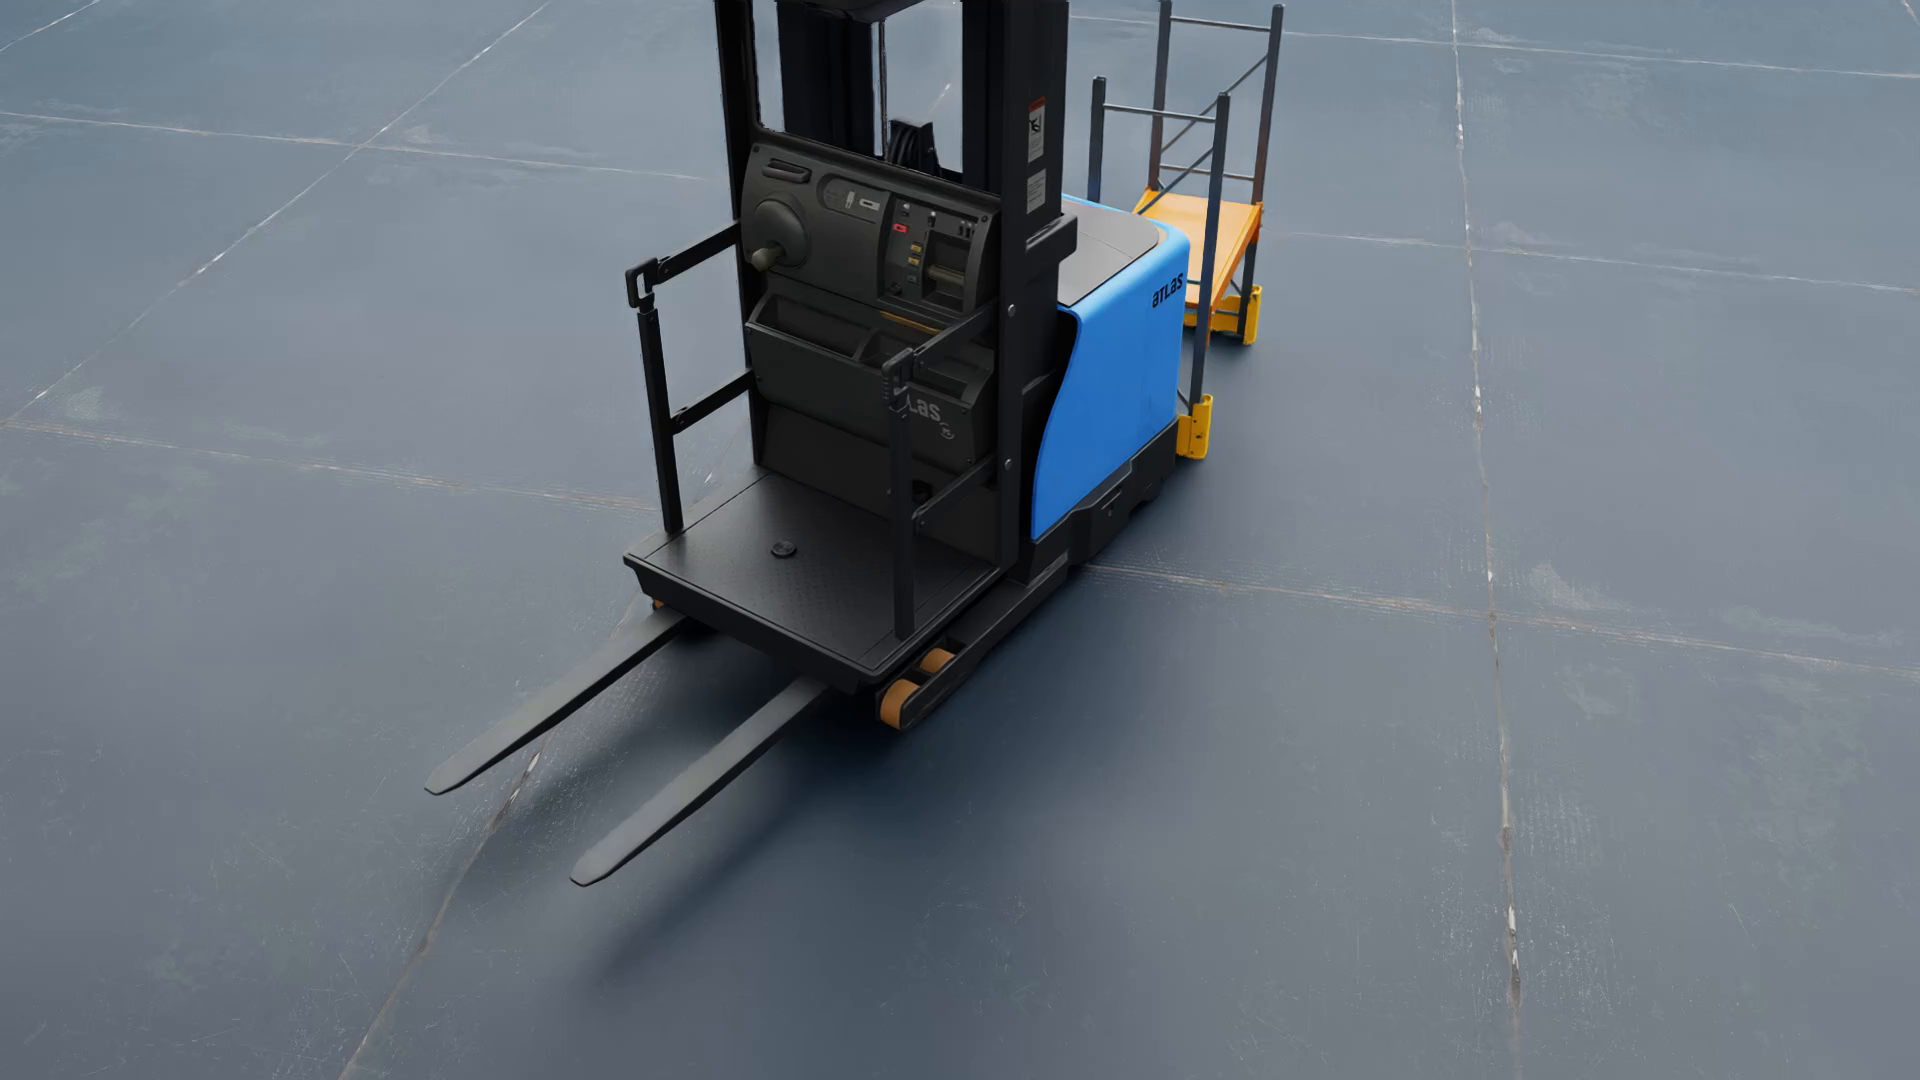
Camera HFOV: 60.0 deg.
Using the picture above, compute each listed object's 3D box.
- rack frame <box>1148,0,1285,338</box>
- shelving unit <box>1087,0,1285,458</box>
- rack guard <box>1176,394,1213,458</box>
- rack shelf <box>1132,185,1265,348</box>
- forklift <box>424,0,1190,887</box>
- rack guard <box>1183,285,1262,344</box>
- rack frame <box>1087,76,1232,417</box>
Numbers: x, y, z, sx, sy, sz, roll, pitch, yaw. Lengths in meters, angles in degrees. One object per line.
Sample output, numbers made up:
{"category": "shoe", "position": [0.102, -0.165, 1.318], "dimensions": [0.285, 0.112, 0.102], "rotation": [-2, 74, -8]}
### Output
{"category": "rack frame", "position": [1.059, -1.575, 7.145], "dimensions": [0.500, 1.500, 0.032], "rotation": [12, 38, 16]}
{"category": "shelving unit", "position": [0.886, -1.289, 6.750], "dimensions": [0.587, 1.500, 1.083], "rotation": [12, 38, 16]}
{"category": "rack guard", "position": [0.719, -0.507, 6.737], "dimensions": [0.587, 0.250, 0.087], "rotation": [12, 38, 16]}
{"category": "rack shelf", "position": [0.889, -1.148, 6.862], "dimensions": [0.538, 0.185, 1.000], "rotation": [12, 38, 16]}
{"category": "forklift", "position": [-0.423, -0.892, 4.983], "dimensions": [1.130, 2.935, 3.031], "rotation": [23, 42, 28]}
{"category": "rack guard", "position": [1.053, -1.058, 7.497], "dimensions": [0.587, 0.250, 0.087], "rotation": [12, 38, 16]}
{"category": "rack frame", "position": [0.719, -1.012, 6.369], "dimensions": [0.500, 1.500, 0.032], "rotation": [12, 38, 16]}
